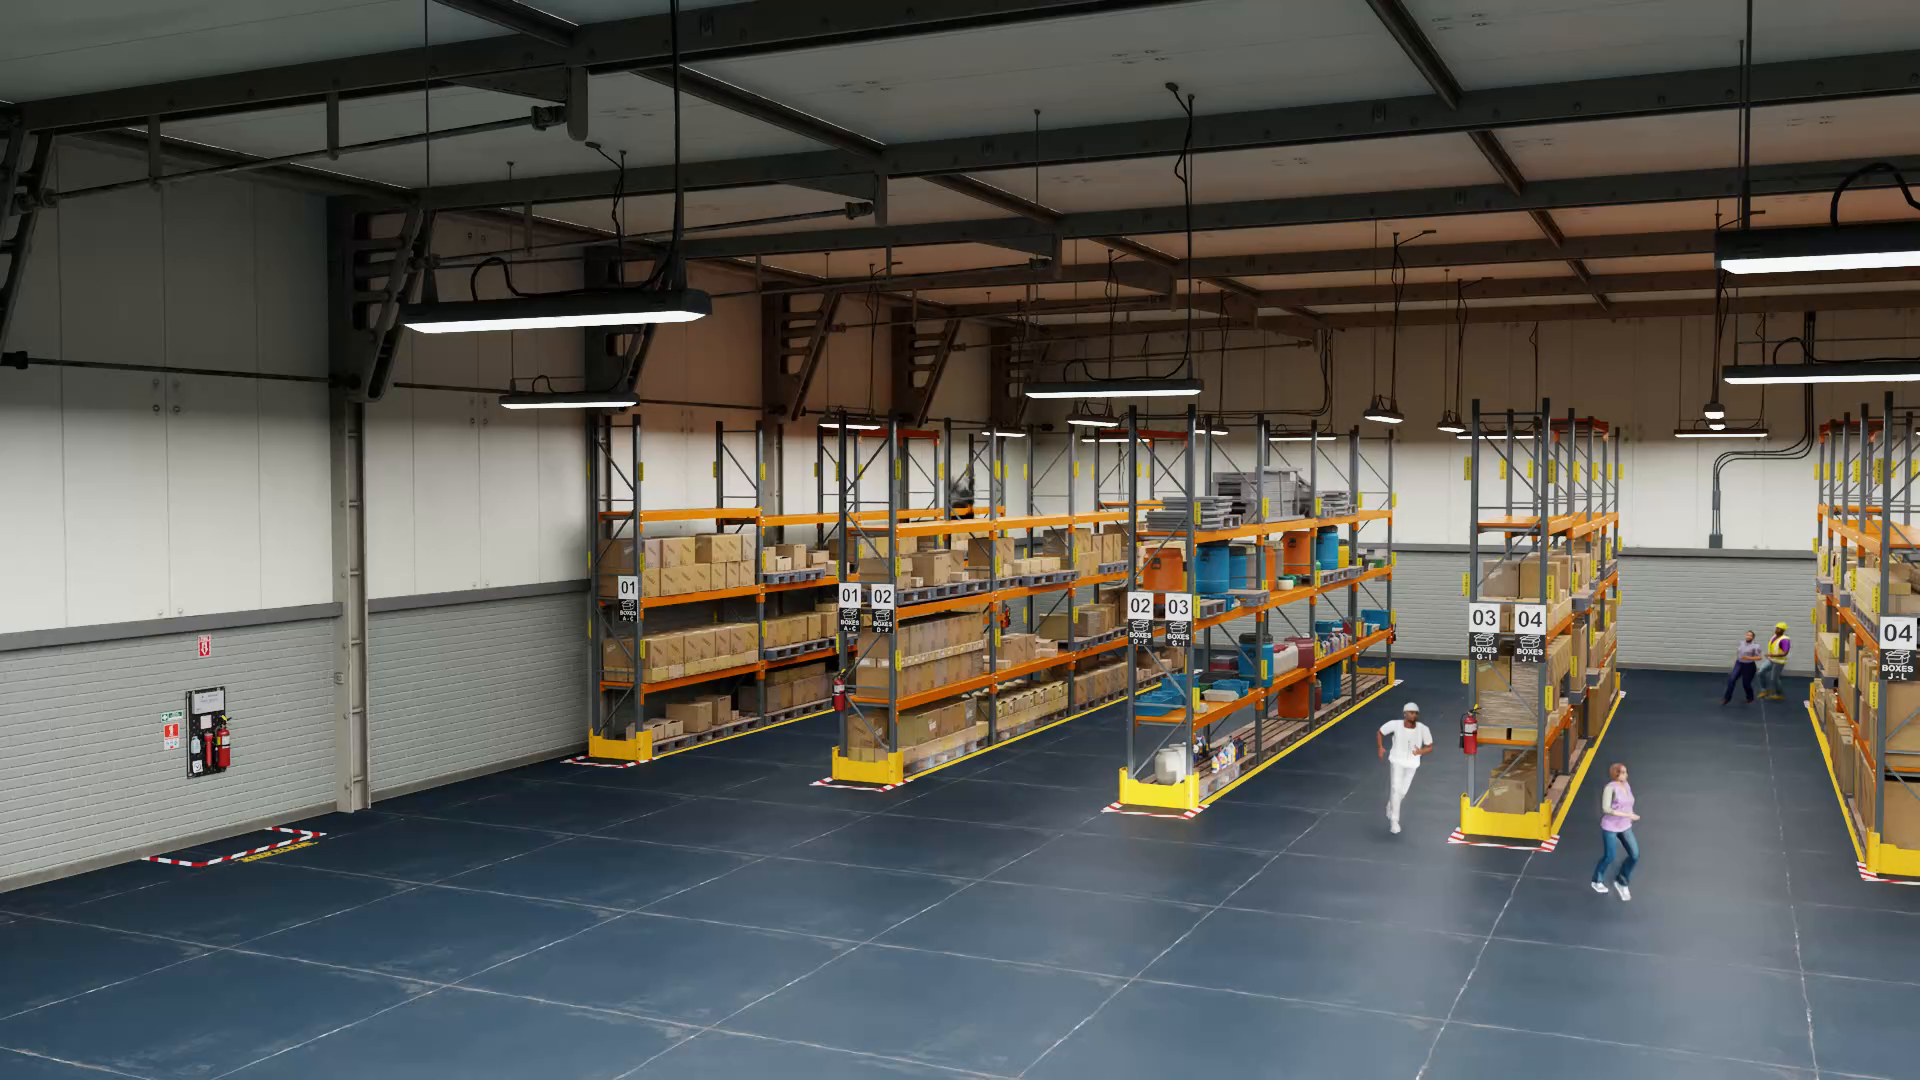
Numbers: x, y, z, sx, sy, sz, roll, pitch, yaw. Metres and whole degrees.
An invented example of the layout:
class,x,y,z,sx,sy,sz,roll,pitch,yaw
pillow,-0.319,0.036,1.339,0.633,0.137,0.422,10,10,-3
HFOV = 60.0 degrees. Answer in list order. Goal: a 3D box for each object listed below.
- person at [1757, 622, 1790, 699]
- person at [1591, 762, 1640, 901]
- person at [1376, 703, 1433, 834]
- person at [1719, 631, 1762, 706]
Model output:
class,x,y,z,sx,sy,sz,roll,pitch,yaw
person,17.739,2.633,36.171,0.673,1.705,0.715,-1,2,-14
person,7.699,3.408,19.446,0.553,1.629,0.684,-1,3,-24
person,6.266,3.157,23.382,0.746,1.758,0.964,0,2,-1
person,16.701,2.726,35.373,0.889,1.601,0.685,-2,3,-35
